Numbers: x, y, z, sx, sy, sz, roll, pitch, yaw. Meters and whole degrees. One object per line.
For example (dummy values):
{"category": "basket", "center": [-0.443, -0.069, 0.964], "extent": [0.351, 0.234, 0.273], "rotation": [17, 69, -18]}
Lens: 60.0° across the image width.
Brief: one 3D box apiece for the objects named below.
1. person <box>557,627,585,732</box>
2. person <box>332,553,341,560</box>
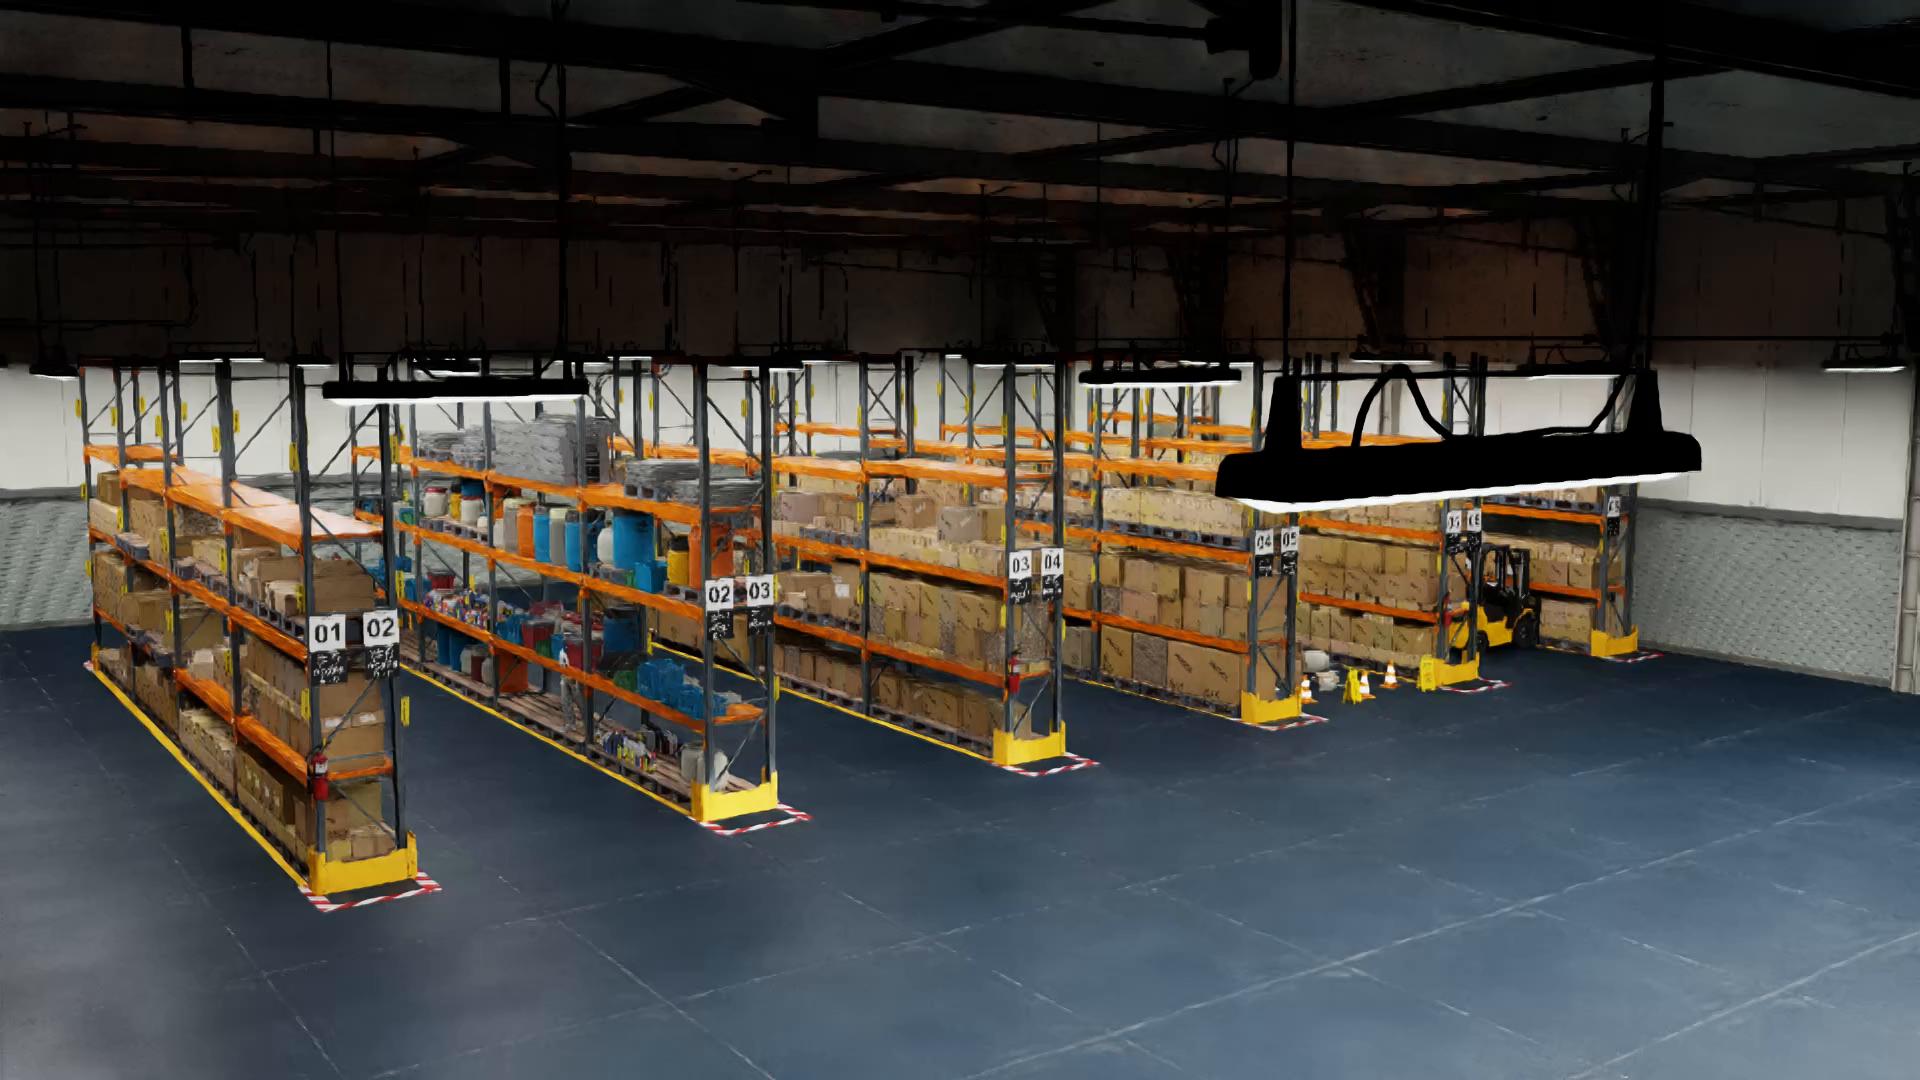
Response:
{"category": "person", "center": [-6.022, 2.165, 25.932], "extent": [0.476, 1.670, 0.534], "rotation": [-6, 9, -42]}
{"category": "person", "center": [-13.971, 1.030, 37.426], "extent": [0.451, 1.532, 0.874], "rotation": [-2, 7, -13]}
